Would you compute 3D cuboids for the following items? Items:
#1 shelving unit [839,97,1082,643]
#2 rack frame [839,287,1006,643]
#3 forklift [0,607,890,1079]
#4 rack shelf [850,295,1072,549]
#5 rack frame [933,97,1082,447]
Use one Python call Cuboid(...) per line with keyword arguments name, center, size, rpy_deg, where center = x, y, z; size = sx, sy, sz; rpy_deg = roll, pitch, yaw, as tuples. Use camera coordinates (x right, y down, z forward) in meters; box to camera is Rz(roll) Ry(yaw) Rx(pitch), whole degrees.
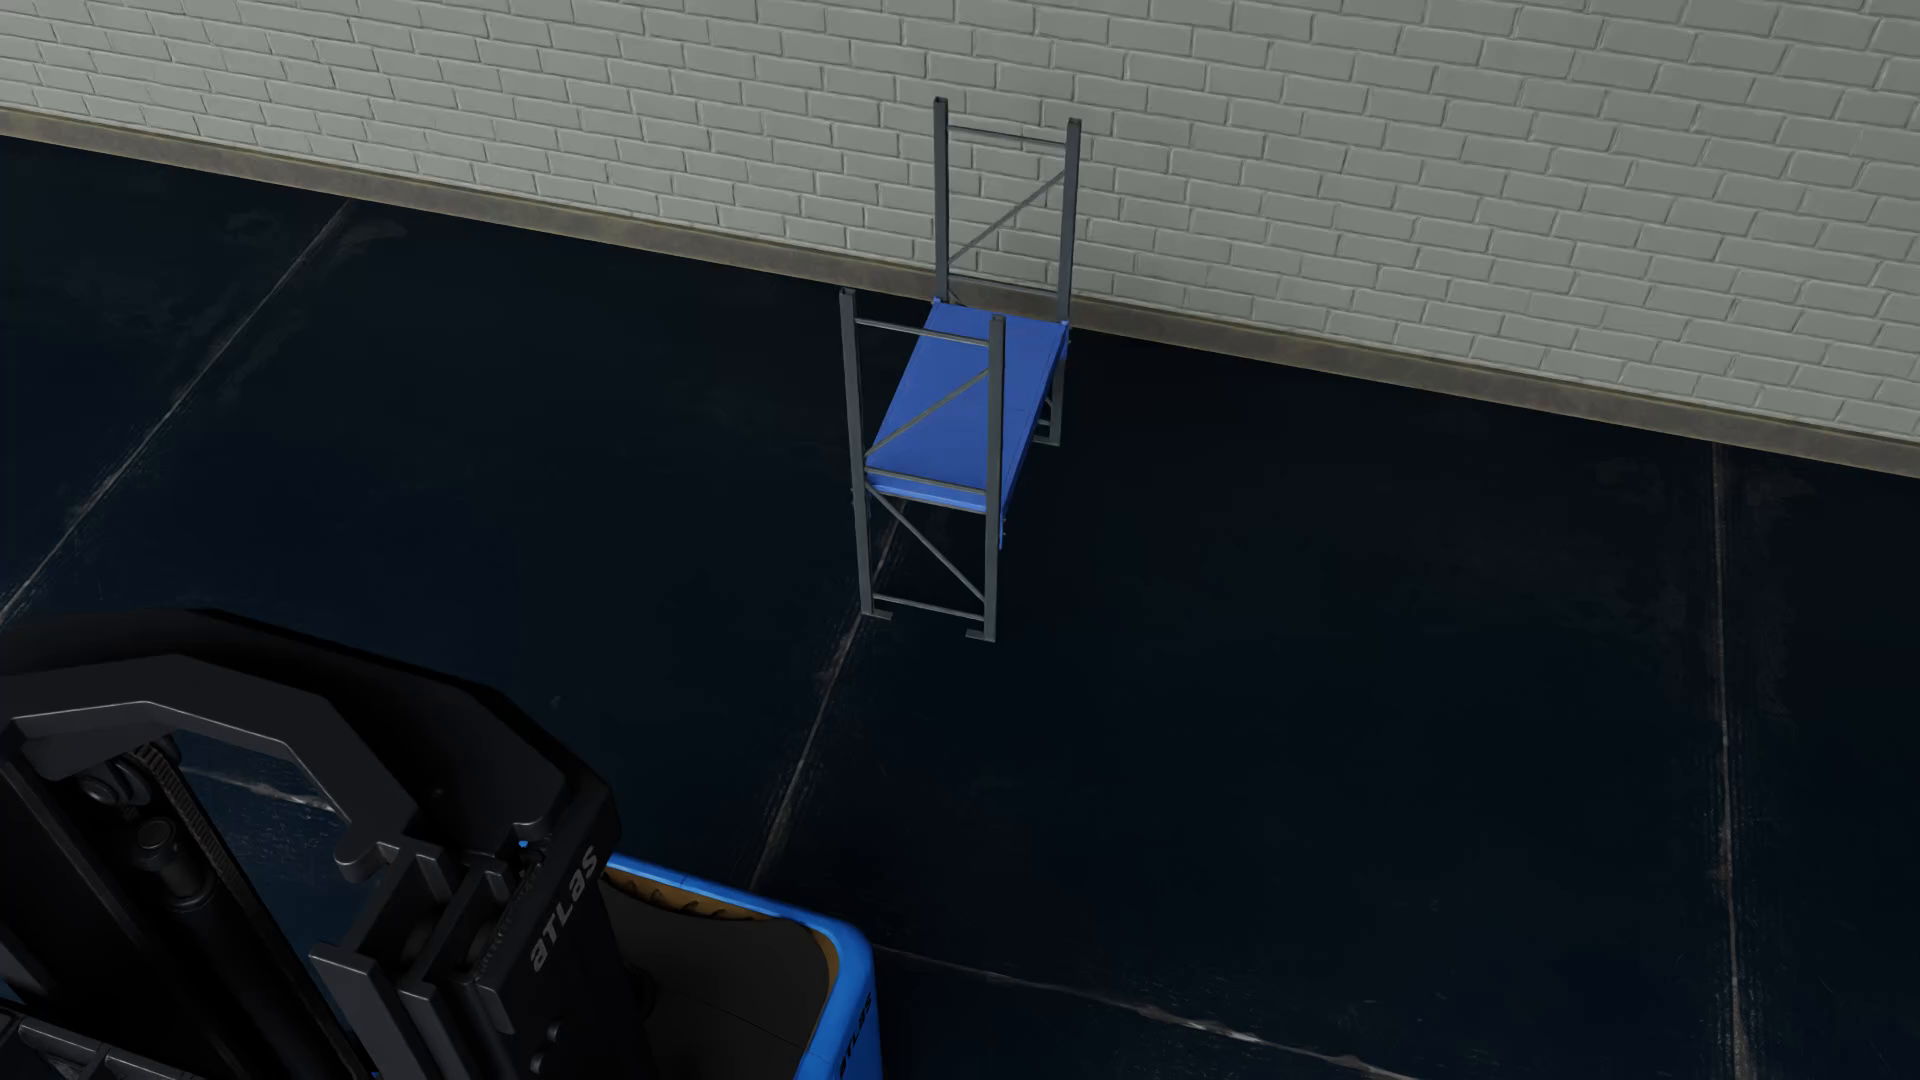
Cuboid(name="shelving unit", center=(0.022, -0.558, 5.742), size=(0.538, 1.500, 1.048), rpy_deg=(12, 50, 10))
Cuboid(name="rack frame", center=(-0.111, -0.190, 5.418), size=(0.500, 1.500, 0.032), rpy_deg=(12, 50, 10))
Cuboid(name="forklift", center=(-1.138, 1.615, 2.870), size=(1.130, 2.935, 3.031), rpy_deg=(14, 50, 12))
Cuboid(name="rack shelf", center=(0.022, -0.439, 5.877), size=(0.538, 0.185, 1.000), rpy_deg=(12, 50, 10))
Cuboid(name="rack frame", center=(0.156, -0.926, 6.067), size=(0.500, 1.500, 0.032), rpy_deg=(12, 50, 10))
